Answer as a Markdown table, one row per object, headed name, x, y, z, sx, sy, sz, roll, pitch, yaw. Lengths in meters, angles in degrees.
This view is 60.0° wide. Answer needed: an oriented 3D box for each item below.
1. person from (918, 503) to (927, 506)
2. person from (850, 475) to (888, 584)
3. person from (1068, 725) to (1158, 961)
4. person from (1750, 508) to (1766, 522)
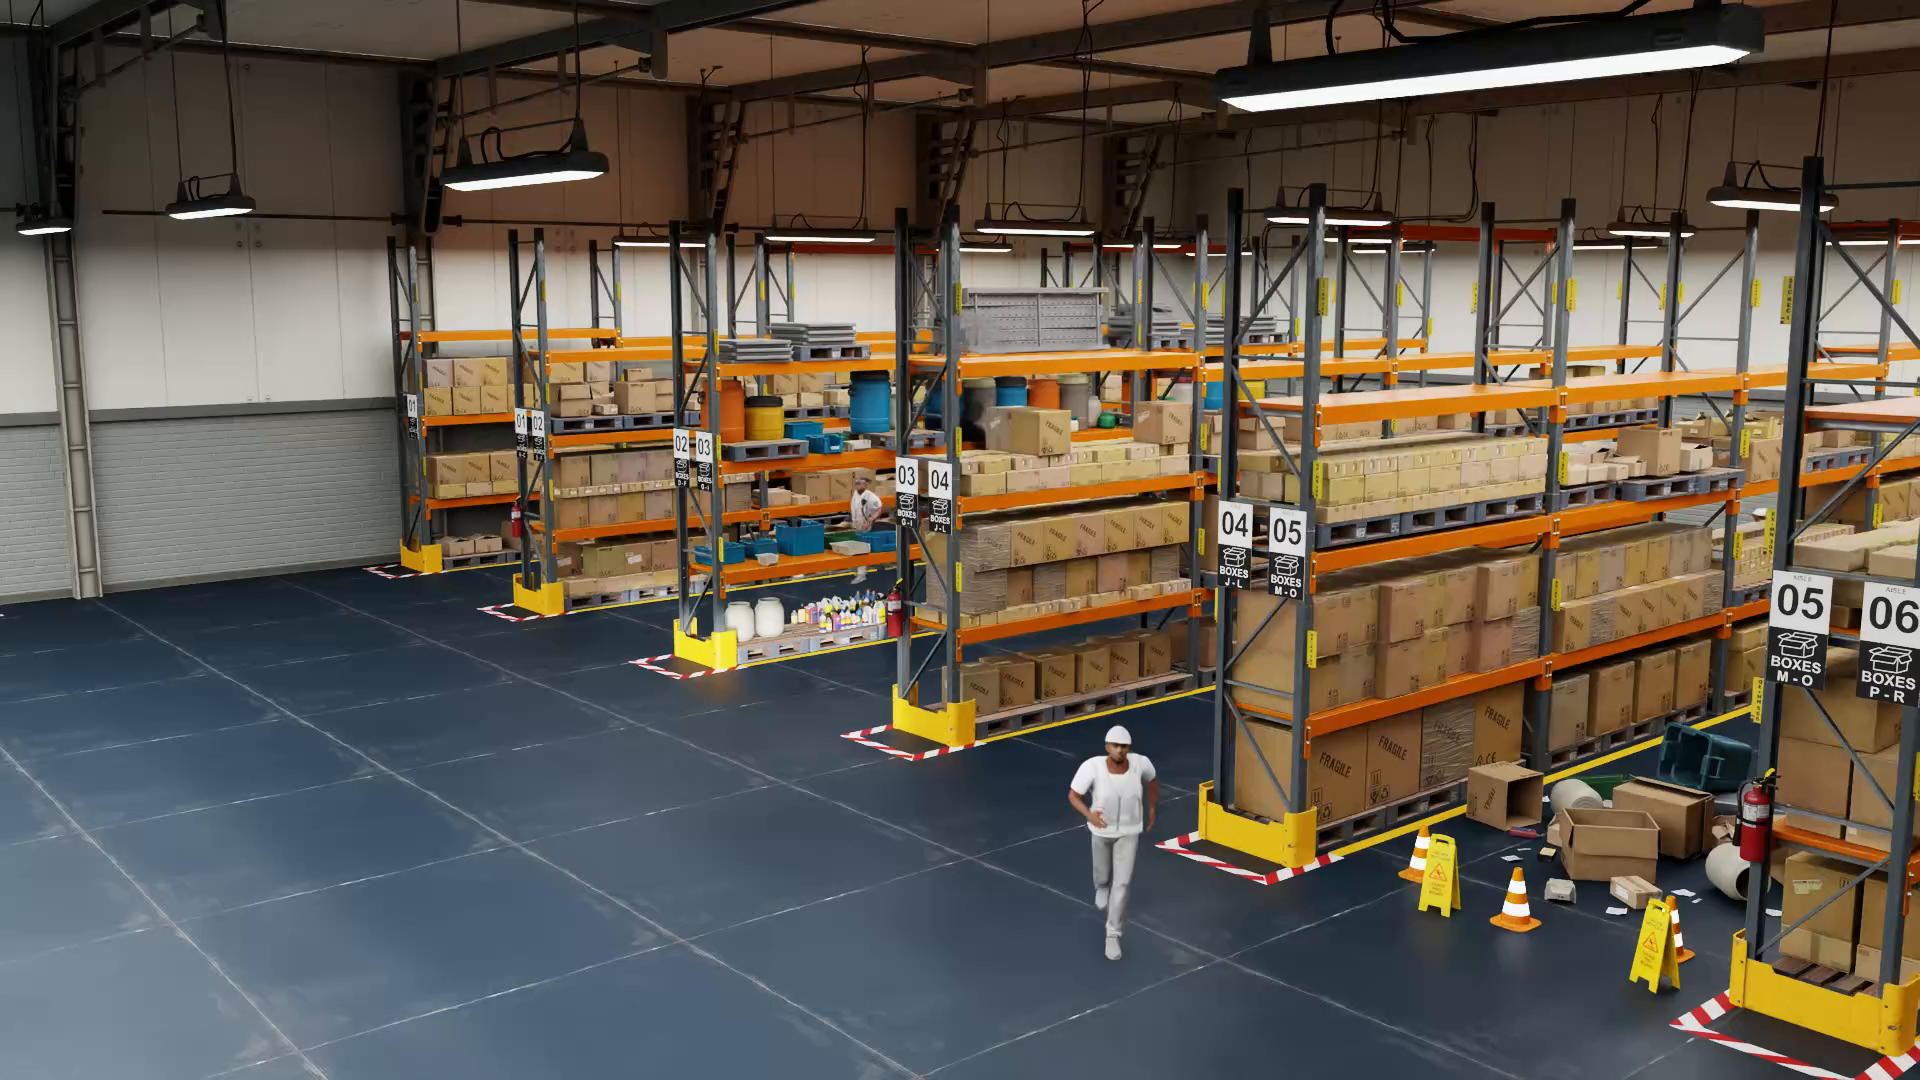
| name | x | y | z | sx | sy | sz | roll | pitch | yaw |
| --- | --- | --- | --- | --- | --- | --- | --- | --- | --- |
| person | -0.851 | -0.925 | 34.163 | 0.642 | 1.785 | 0.799 | 7 | 11 | 39 |
| person | -1.539 | -0.202 | 27.528 | 0.688 | 1.772 | 0.839 | 8 | 12 | 42 |
| person | 1.213 | 2.297 | 13.144 | 0.725 | 1.757 | 1.012 | 0 | 9 | -1 |
| person | 12.175 | 0.418 | 25.258 | 0.814 | 1.823 | 0.650 | -6 | 11 | -36 |
